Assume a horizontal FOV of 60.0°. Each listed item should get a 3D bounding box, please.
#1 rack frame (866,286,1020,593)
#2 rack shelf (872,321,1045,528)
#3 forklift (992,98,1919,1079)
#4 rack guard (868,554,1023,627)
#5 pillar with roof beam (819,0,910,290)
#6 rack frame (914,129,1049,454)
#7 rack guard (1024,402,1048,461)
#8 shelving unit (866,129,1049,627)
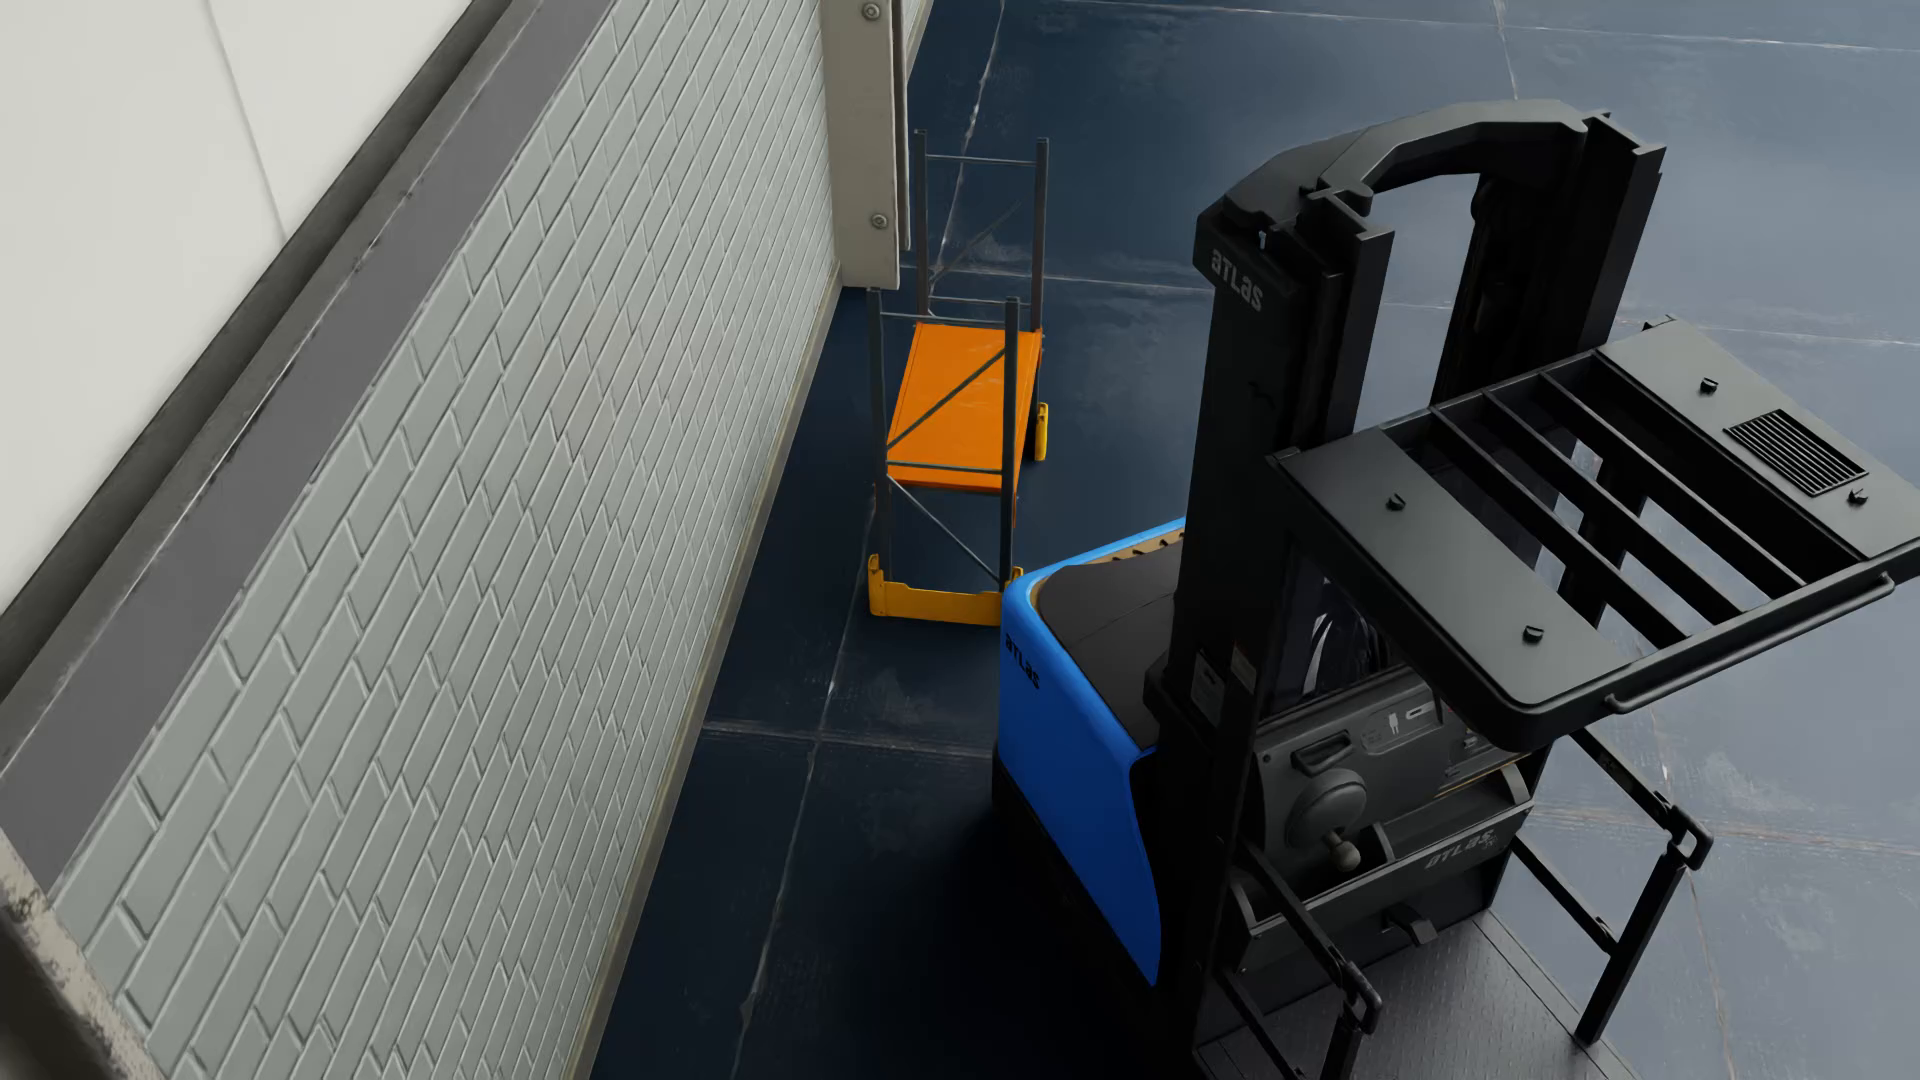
[{"bbox_3d":[-0.056,-0.256,5.930,0.500,1.500,0.032,5,44,6],"label":"rack frame"},{"bbox_3d":[0.011,-0.472,6.419,0.538,0.185,1.000,5,44,6],"label":"rack shelf"},{"bbox_3d":[1.225,0.599,3.985,1.130,2.935,3.031,-19,47,-19],"label":"forklift"},{"bbox_3d":[-0.056,0.197,6.360,0.587,0.250,0.087,5,44,6],"label":"rack guard"},{"bbox_3d":[3.841,-4.232,4.674,9.100,9.000,0.400,5,44,6],"label":"pillar with roof beam"},{"bbox_3d":[0.078,-0.949,6.662,0.500,1.500,0.032,5,44,6],"label":"rack frame"},{"bbox_3d":[0.076,-0.482,7.077,0.587,0.250,0.087,5,44,6],"label":"rack guard"},{"bbox_3d":[0.010,-0.597,6.289,0.587,1.500,1.083,5,44,6],"label":"shelving unit"}]
